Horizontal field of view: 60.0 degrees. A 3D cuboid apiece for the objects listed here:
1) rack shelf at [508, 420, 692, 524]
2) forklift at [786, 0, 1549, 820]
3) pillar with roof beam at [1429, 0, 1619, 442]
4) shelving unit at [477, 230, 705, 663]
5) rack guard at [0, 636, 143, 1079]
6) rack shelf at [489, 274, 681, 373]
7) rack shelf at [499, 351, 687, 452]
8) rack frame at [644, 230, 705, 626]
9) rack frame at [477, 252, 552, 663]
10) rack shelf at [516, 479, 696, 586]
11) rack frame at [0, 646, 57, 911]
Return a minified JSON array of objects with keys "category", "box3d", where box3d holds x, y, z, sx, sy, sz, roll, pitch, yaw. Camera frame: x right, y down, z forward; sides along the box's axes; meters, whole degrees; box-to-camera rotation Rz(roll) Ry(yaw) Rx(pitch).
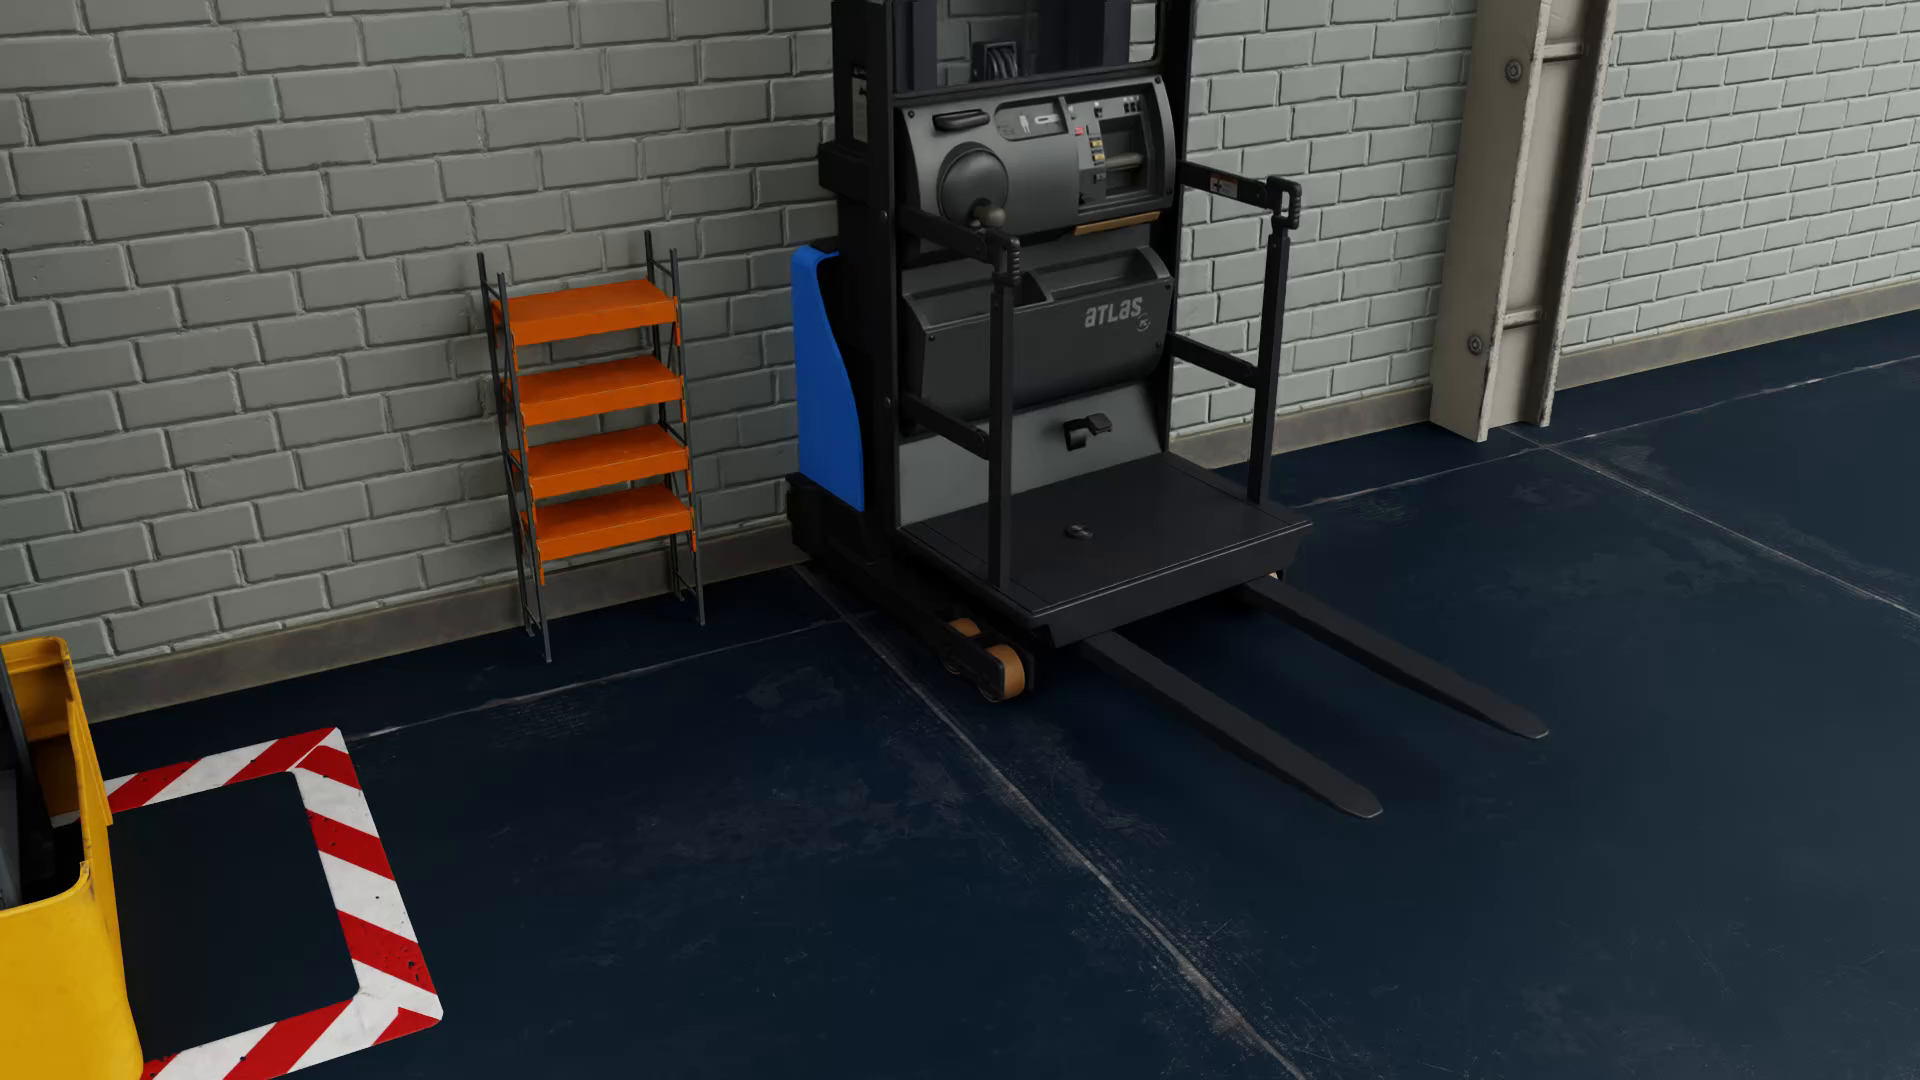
[{"category":"rack shelf","box3d":[-1.074,-0.208,4.953,0.480,0.148,0.258,-13,29,-26]},{"category":"forklift","box3d":[0.366,-1.091,4.636,1.130,2.935,3.031,-17,30,-31]},{"category":"pillar with roof beam","box3d":[4.164,-2.896,1.385,0.400,9.000,9.100,-13,29,-25]},{"category":"shelving unit","box3d":[-1.074,-0.269,4.924,0.503,1.200,0.258,-13,29,-26]},{"category":"rack guard","box3d":[-2.096,0.711,3.692,0.348,0.500,1.175,-13,29,-25]},{"category":"rack shelf","box3d":[-1.074,-0.623,4.754,0.480,0.148,0.258,-13,29,-26]},{"category":"rack shelf","box3d":[-1.074,-0.410,4.856,0.480,0.148,0.258,-13,29,-26]},{"category":"rack frame","box3d":[-0.860,-0.320,5.029,0.015,1.200,0.240,-13,29,-26]},{"category":"rack frame","box3d":[-1.288,-0.218,4.818,0.015,1.200,0.240,-13,29,-26]},{"category":"rack shelf","box3d":[-1.074,-0.029,5.039,0.480,0.148,0.258,-13,29,-26]},{"category":"rack frame","box3d":[-2.117,-0.411,3.141,0.127,3.000,1.000,-13,29,-25]}]
